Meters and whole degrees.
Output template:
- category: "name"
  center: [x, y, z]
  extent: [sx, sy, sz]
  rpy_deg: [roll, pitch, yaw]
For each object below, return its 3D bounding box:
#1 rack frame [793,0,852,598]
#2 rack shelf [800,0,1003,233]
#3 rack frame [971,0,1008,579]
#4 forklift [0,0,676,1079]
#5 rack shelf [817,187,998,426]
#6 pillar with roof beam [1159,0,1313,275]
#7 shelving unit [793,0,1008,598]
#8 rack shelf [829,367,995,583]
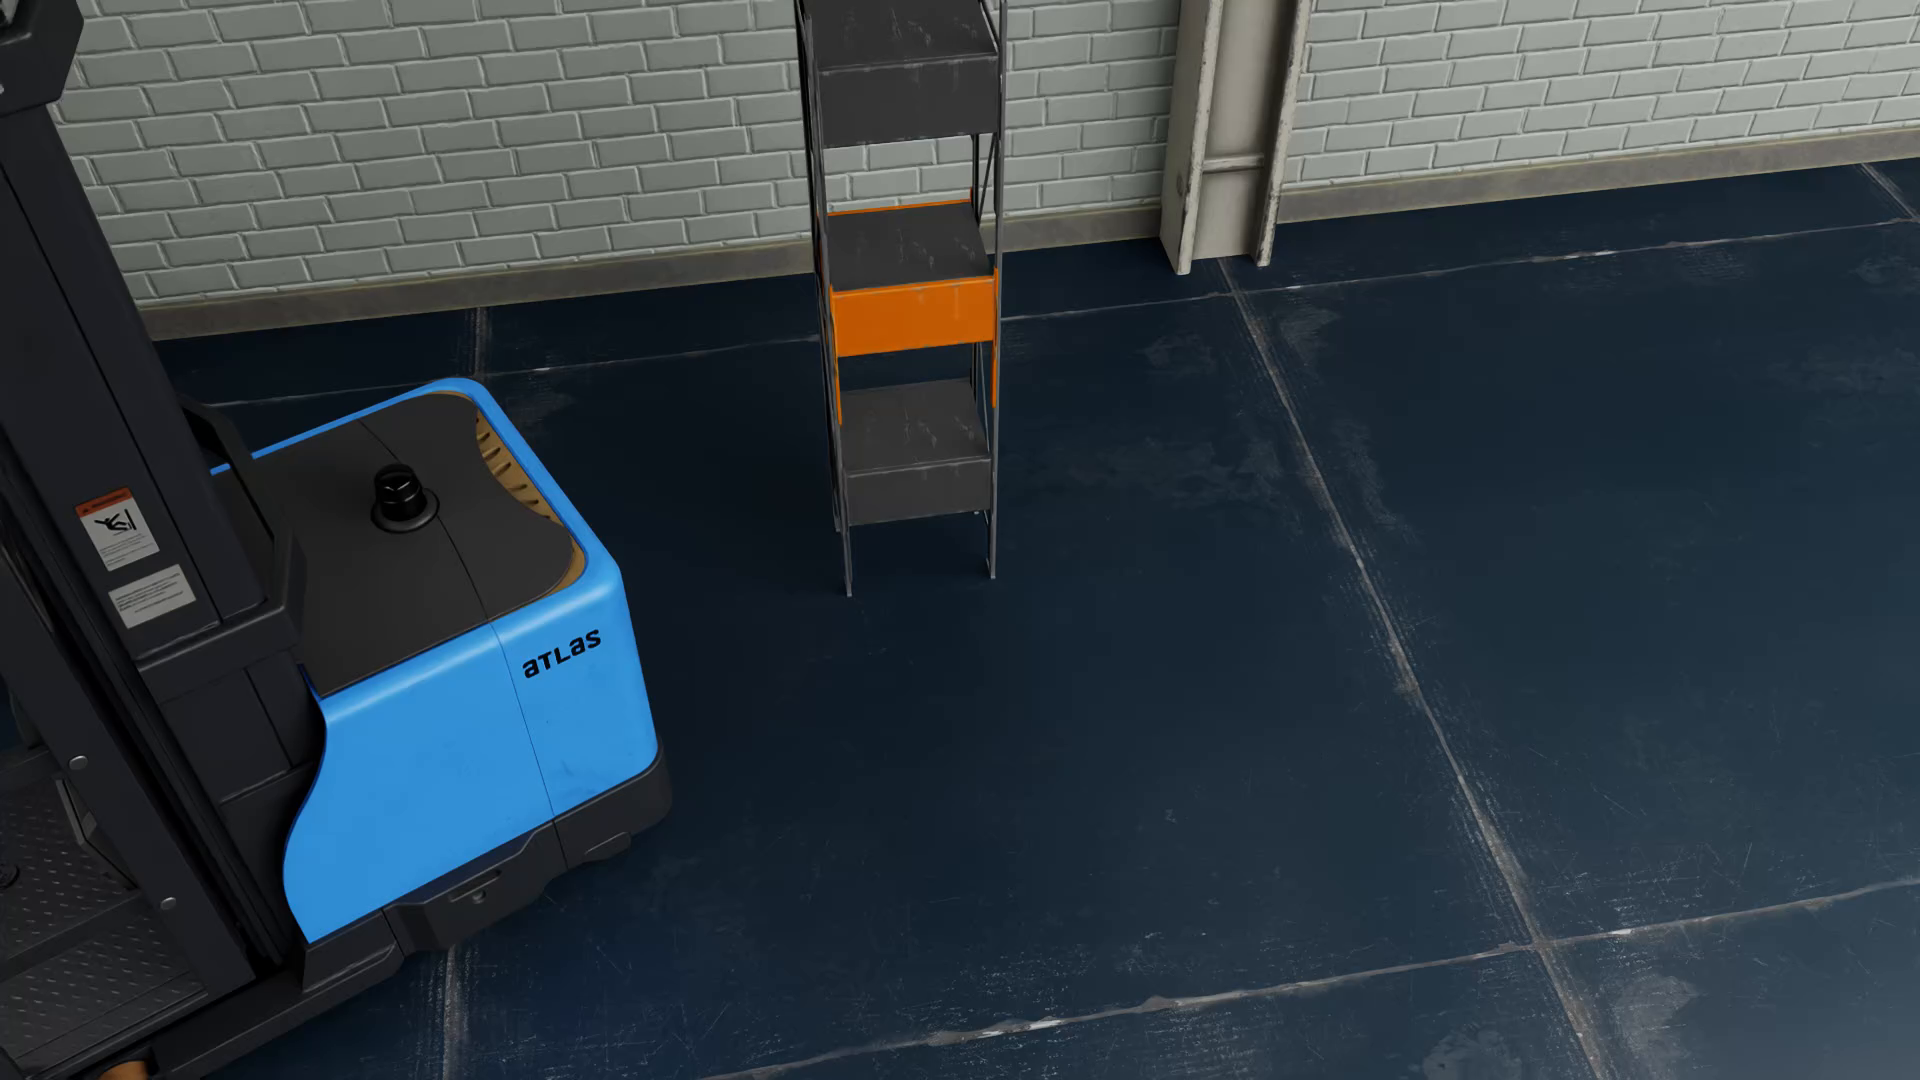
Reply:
- category: "rack frame"
  center: [-0.404, -0.678, 4.945]
  extent: [0.015, 2.100, 0.400]
  rpy_deg: [-7, 46, -7]
- category: "rack shelf"
  center: [-0.163, -1.184, 4.480]
  extent: [0.480, 0.518, 0.431]
  rpy_deg: [-7, 46, -7]
- category: "rack frame"
  center: [0.077, -0.738, 5.003]
  extent: [0.015, 2.100, 0.400]
  rpy_deg: [-7, 46, -7]
- category: "forklift"
  center: [-2.343, 0.125, 3.594]
  extent: [3.031, 2.935, 1.130]
  rpy_deg: [-26, 52, -23]
- category: "rack shelf"
  center: [-0.163, -0.699, 4.984]
  extent: [0.480, 0.518, 0.431]
  rpy_deg: [-7, 46, -7]
- category: "pillar with roof beam"
  center: [1.788, -1.283, 0.738]
  extent: [0.400, 9.000, 9.100]
  rpy_deg: [-7, 46, -7]
- category: "shelving unit"
  center: [-0.163, -0.708, 4.974]
  extent: [0.503, 2.100, 0.431]
  rpy_deg: [-7, 46, -7]
- category: "rack shelf"
  center: [-0.163, -0.213, 5.488]
  extent: [0.480, 0.518, 0.431]
  rpy_deg: [-7, 46, -7]
